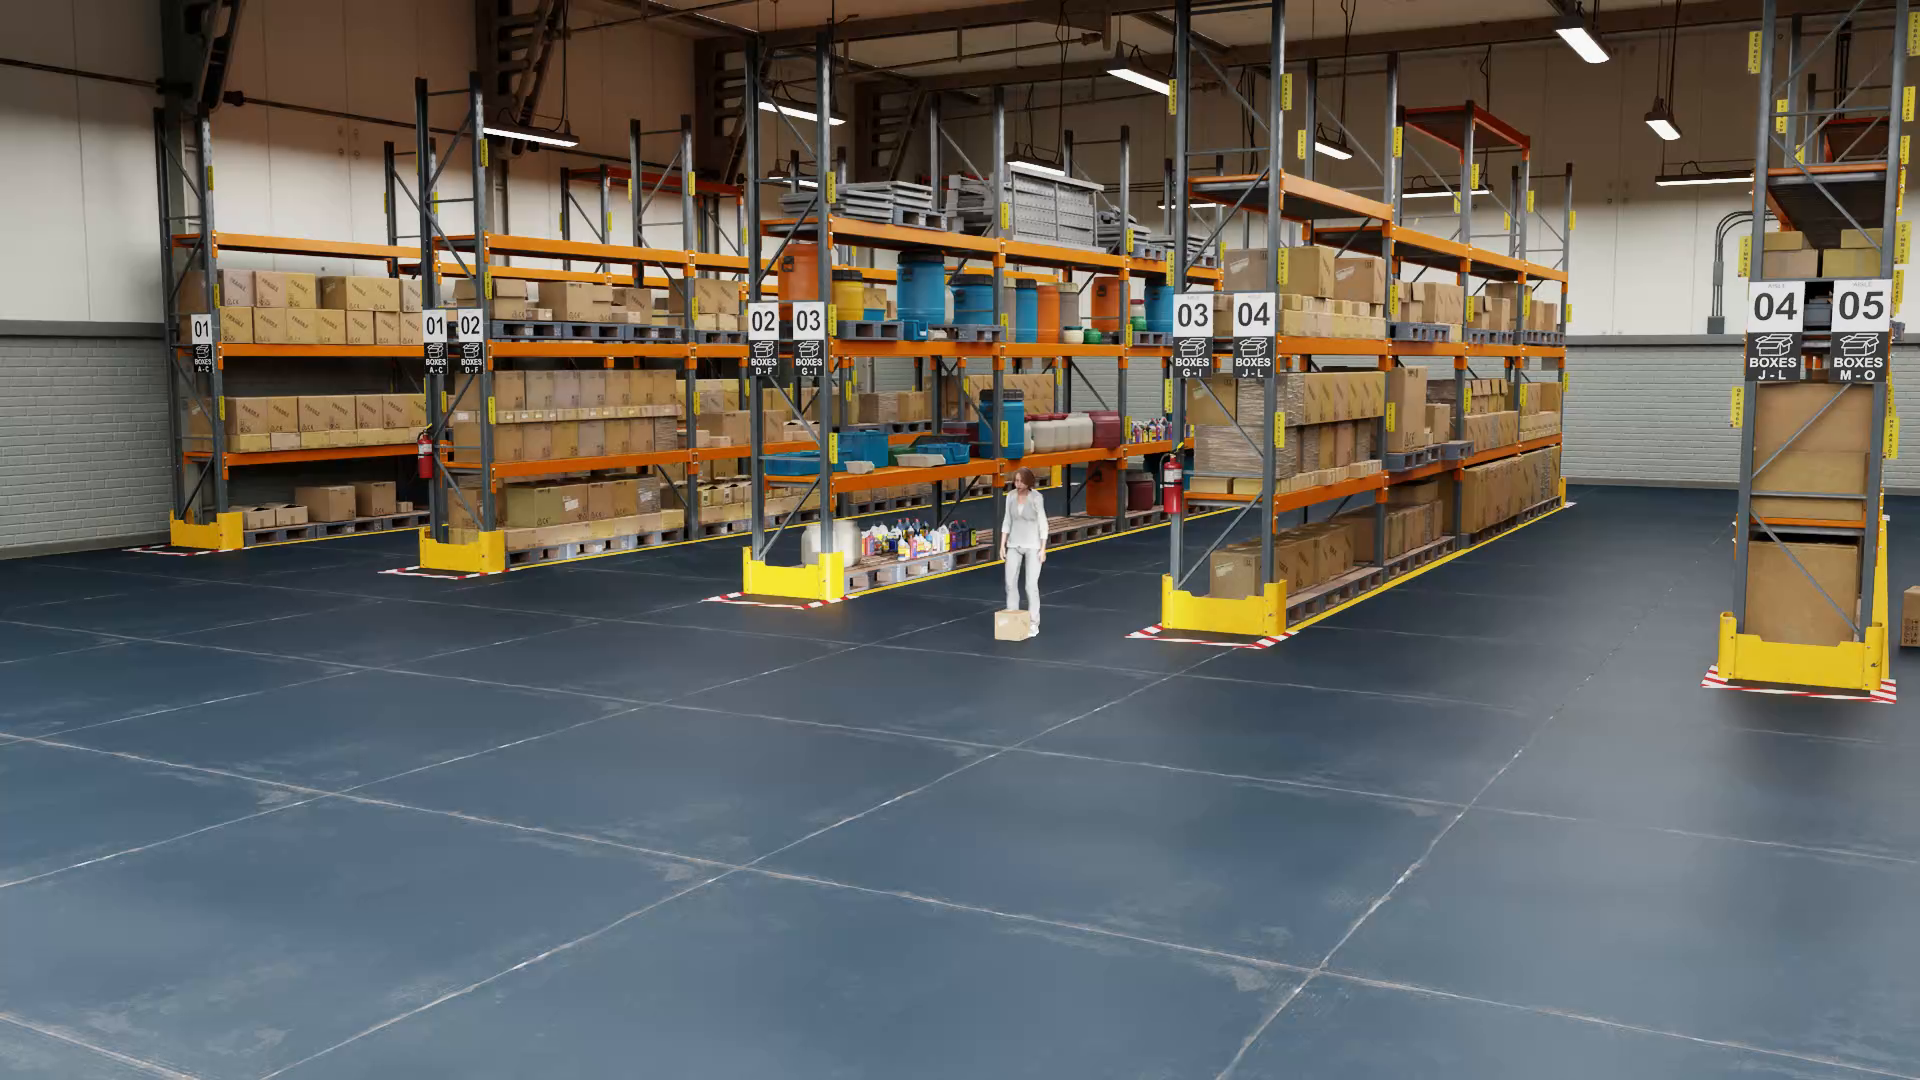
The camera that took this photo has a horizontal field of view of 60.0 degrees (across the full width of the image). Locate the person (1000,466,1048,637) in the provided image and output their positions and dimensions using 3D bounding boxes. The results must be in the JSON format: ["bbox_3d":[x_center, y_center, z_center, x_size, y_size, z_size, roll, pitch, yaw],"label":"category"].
[{"bbox_3d":[0.594,0.102,15.632,0.469,1.591,0.350,3,7,28],"label":"person"}]
